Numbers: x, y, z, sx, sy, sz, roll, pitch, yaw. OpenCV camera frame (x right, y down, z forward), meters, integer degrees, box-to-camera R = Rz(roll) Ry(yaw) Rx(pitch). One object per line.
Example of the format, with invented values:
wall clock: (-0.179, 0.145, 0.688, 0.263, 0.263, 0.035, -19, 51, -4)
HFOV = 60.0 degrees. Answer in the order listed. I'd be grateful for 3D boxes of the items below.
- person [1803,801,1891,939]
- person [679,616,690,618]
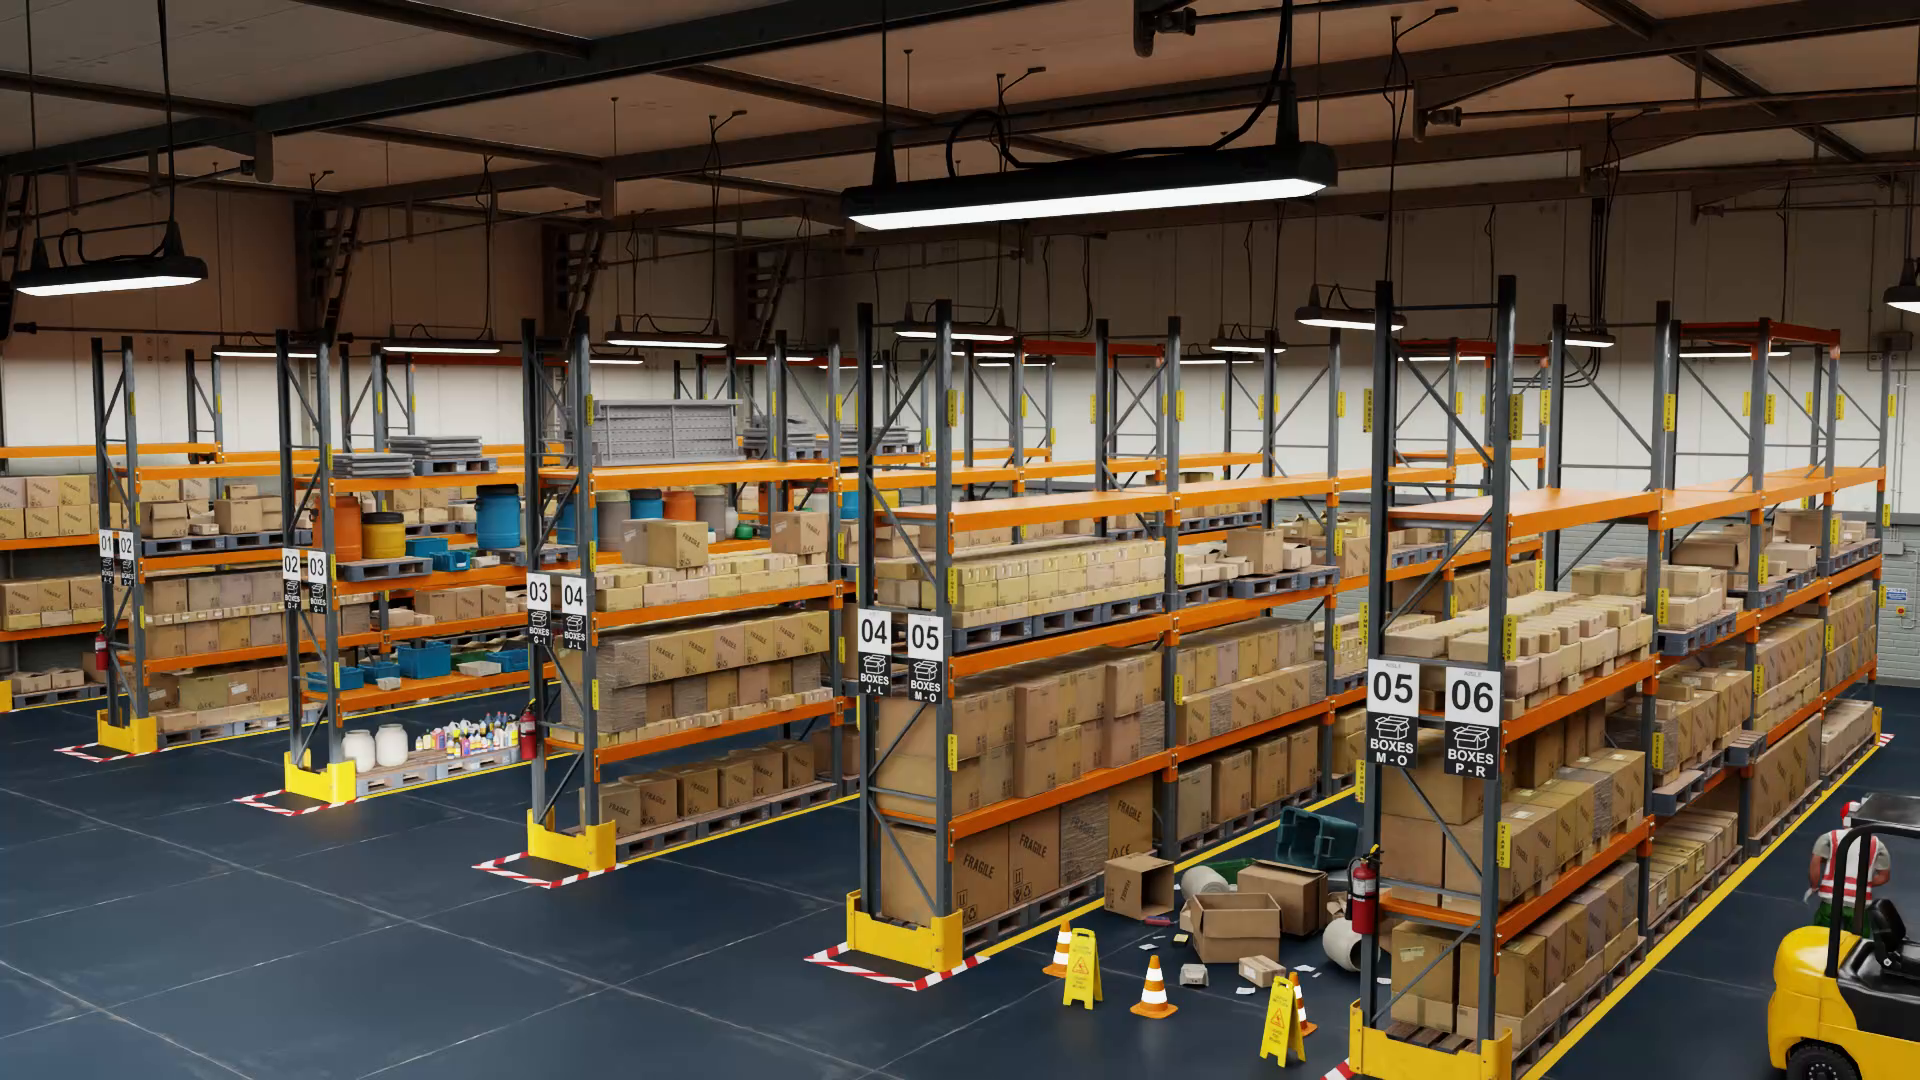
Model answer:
person: (7.584, 3.096, 14.257, 0.629, 1.678, 0.789, 4, 6, 37)
person: (-4.166, 1.952, 25.005, 0.572, 1.687, 0.618, -3, 6, -34)
